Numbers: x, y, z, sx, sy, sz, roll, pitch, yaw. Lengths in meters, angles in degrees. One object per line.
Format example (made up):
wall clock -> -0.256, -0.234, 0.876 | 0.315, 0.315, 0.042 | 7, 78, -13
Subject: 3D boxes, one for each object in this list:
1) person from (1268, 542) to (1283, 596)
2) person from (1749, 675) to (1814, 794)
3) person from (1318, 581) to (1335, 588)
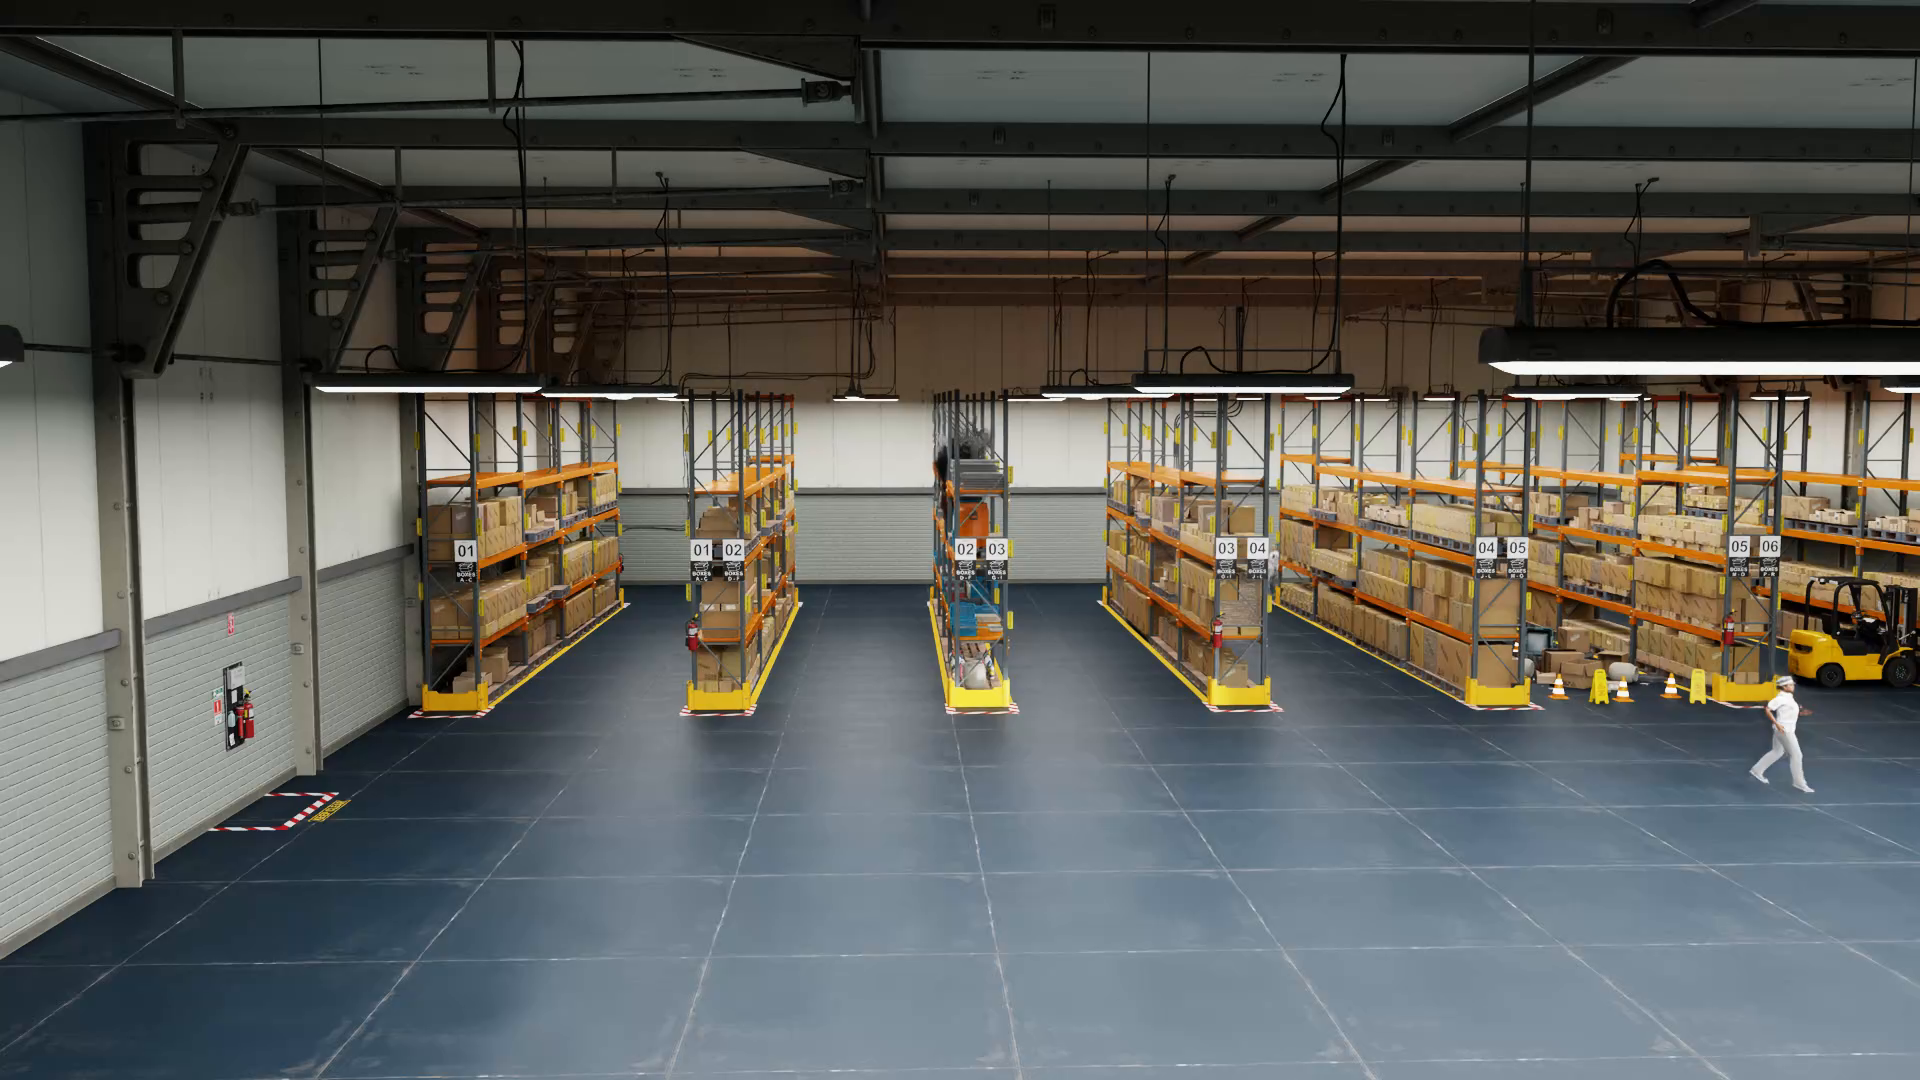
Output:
person -> 9.225, 0.911, 48.906 | 0.743, 1.713, 0.678 | -1, 5, -17
person -> 12.223, 2.850, 24.661 | 0.867, 1.721, 0.562 | 3, 5, 29
person -> 10.630, 0.872, 48.592 | 0.741, 1.784, 0.917 | -3, 6, -36
